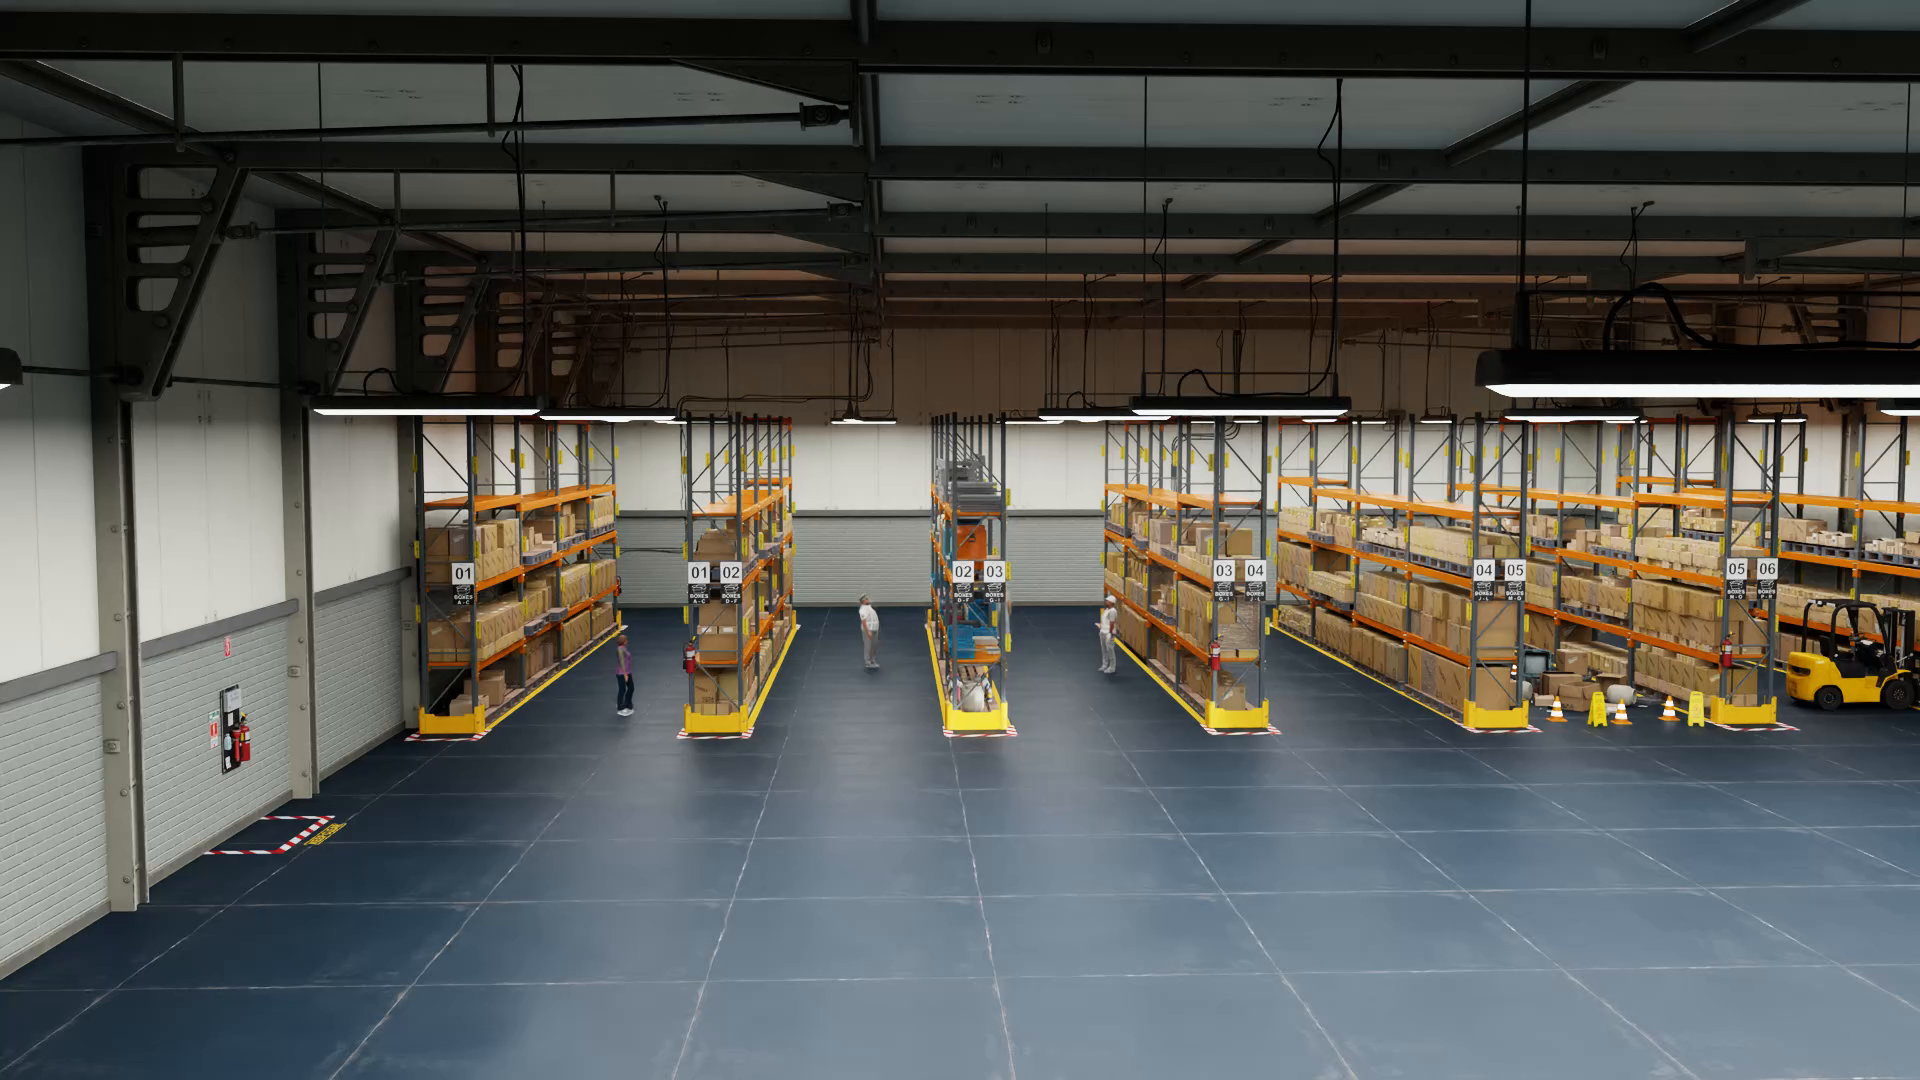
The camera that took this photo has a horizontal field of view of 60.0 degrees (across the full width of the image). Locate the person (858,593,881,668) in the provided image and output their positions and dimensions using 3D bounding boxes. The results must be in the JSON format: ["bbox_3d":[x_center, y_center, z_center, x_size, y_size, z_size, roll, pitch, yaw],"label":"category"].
[{"bbox_3d":[-2.148,2.153,39.660,0.523,1.790,0.625,2,5,30],"label":"person"}]

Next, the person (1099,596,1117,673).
[{"bbox_3d":[3.455,2.181,38.743,0.423,1.785,0.613,-2,4,-22],"label":"person"}]

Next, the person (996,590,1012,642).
[{"bbox_3d":[1.132,1.885,44.292,0.538,1.614,1.025,-1,4,-12],"label":"person"}]

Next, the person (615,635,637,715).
[{"bbox_3d":[-6.661,2.699,33.043,0.387,1.652,0.416,1,4,14],"label":"person"}]

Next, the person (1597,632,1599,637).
[{"bbox_3d":[16.916,1.845,44.517,0.486,1.757,0.583,2,4,28],"label":"person"}]
